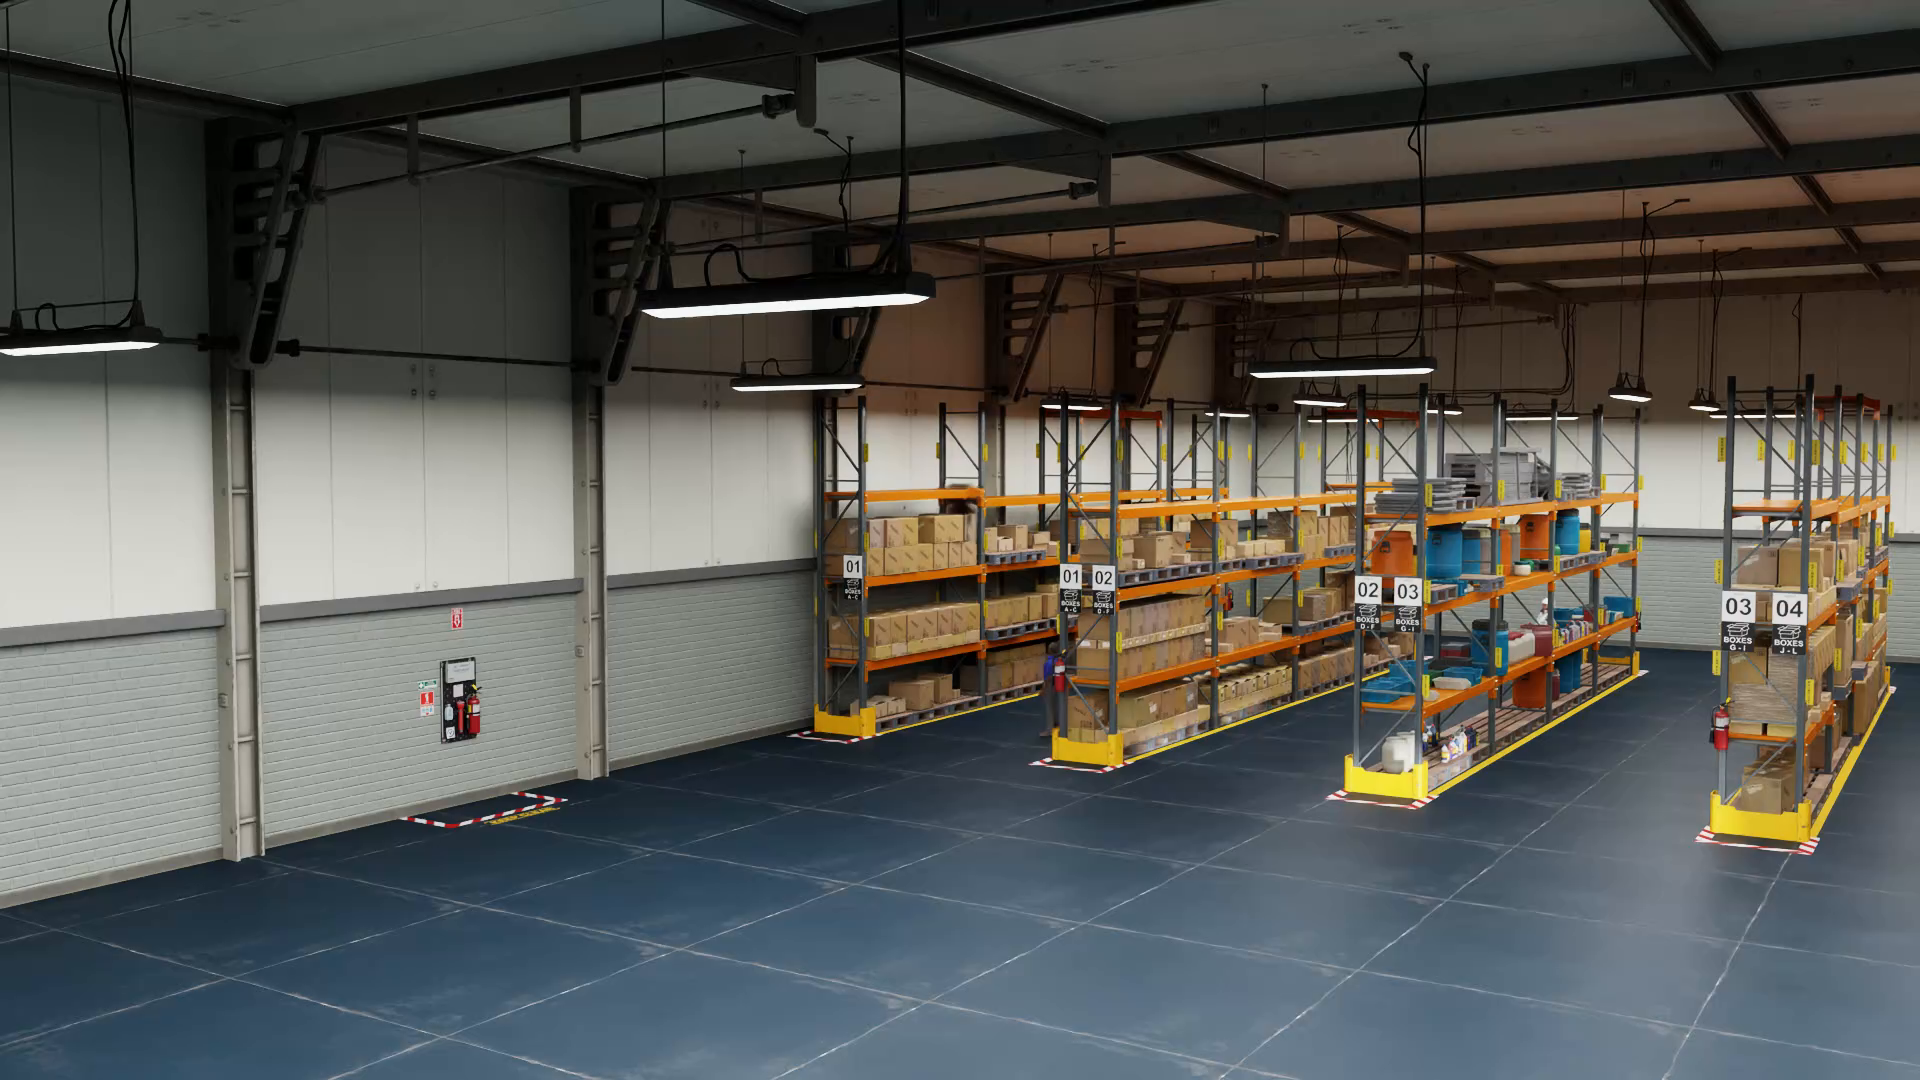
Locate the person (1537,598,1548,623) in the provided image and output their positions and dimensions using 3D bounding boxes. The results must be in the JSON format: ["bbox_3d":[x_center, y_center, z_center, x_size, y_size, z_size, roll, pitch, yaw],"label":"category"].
[{"bbox_3d":[12.984,2.193,36.995,0.435,1.821,0.573,0,3,9],"label":"person"}]

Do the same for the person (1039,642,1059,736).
[{"bbox_3d":[1.624,2.638,29.495,0.403,1.677,0.557,1,3,11],"label":"person"}]
